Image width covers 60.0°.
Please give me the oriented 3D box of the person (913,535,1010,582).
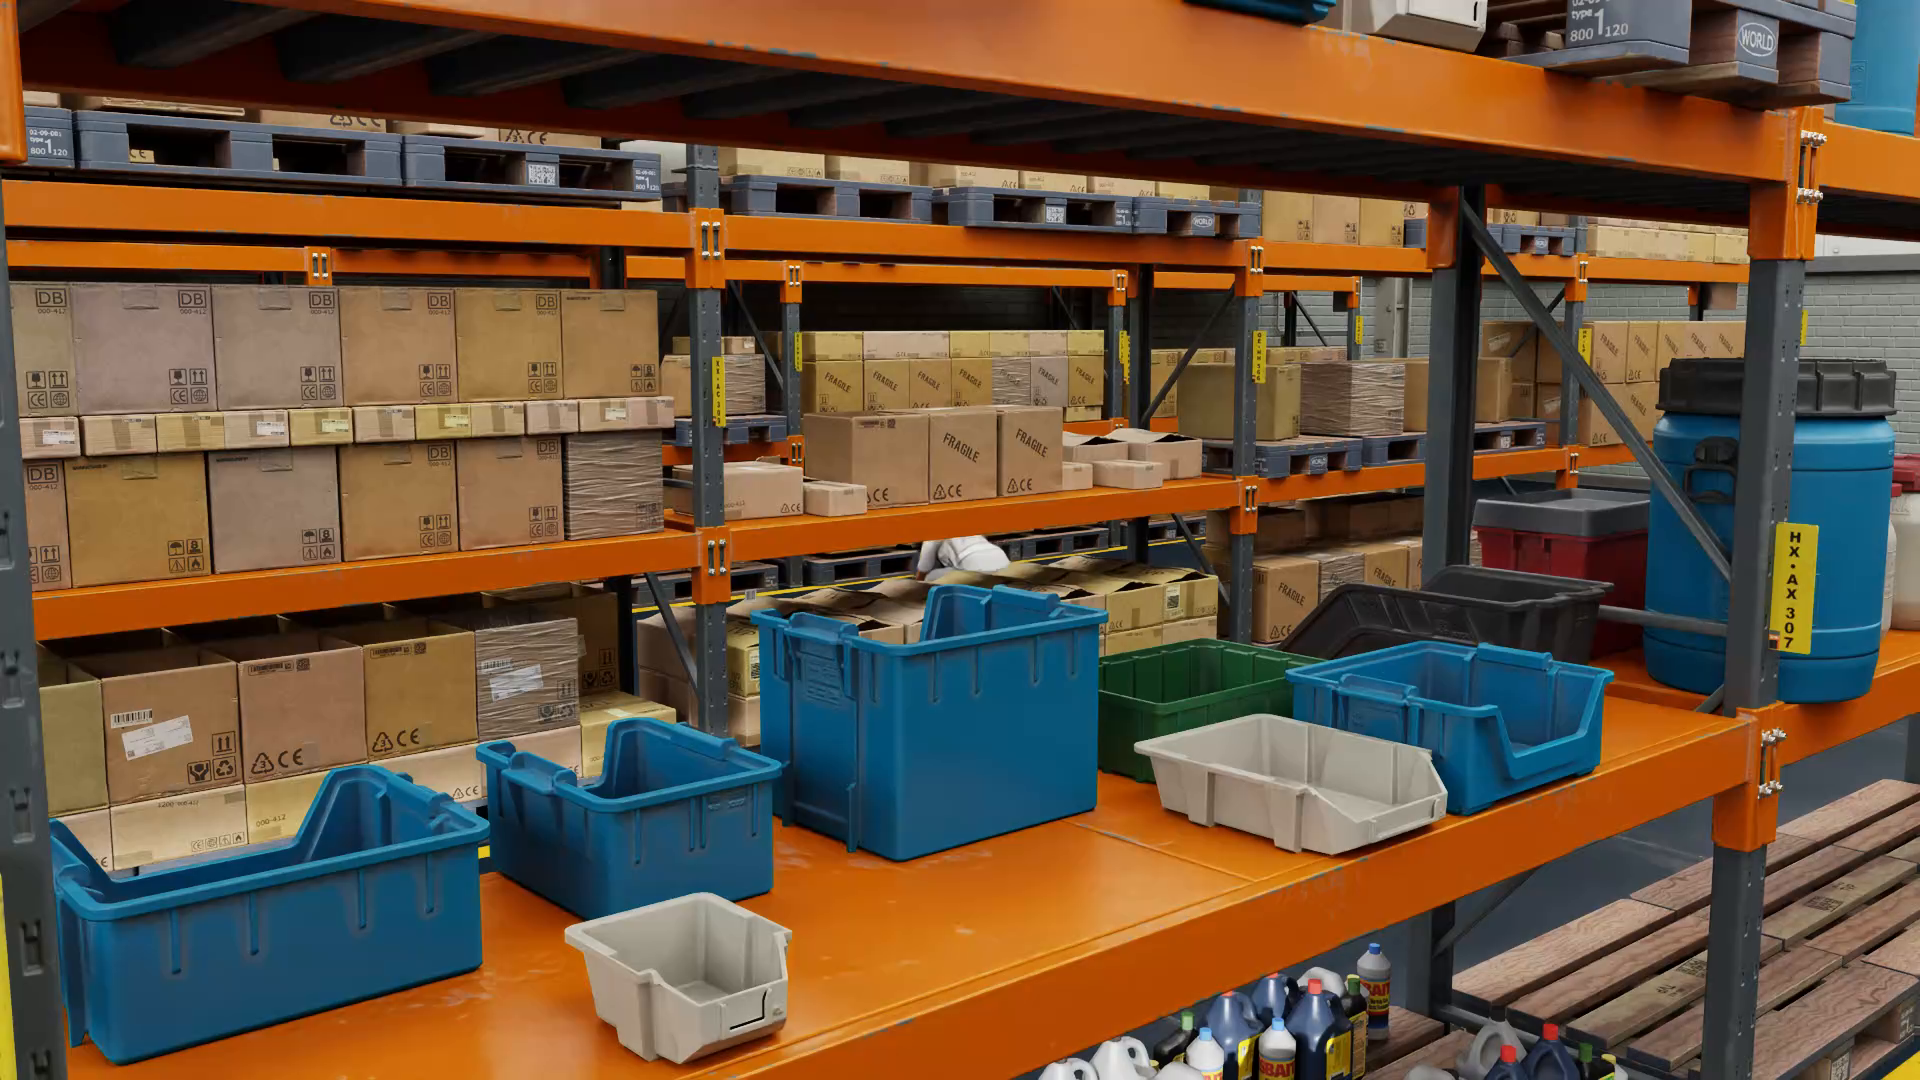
[{"bbox_3d":[-0.015,0.239,12.672,0.517,0.837,0.867,-7,10,-41],"label":"person"}]
